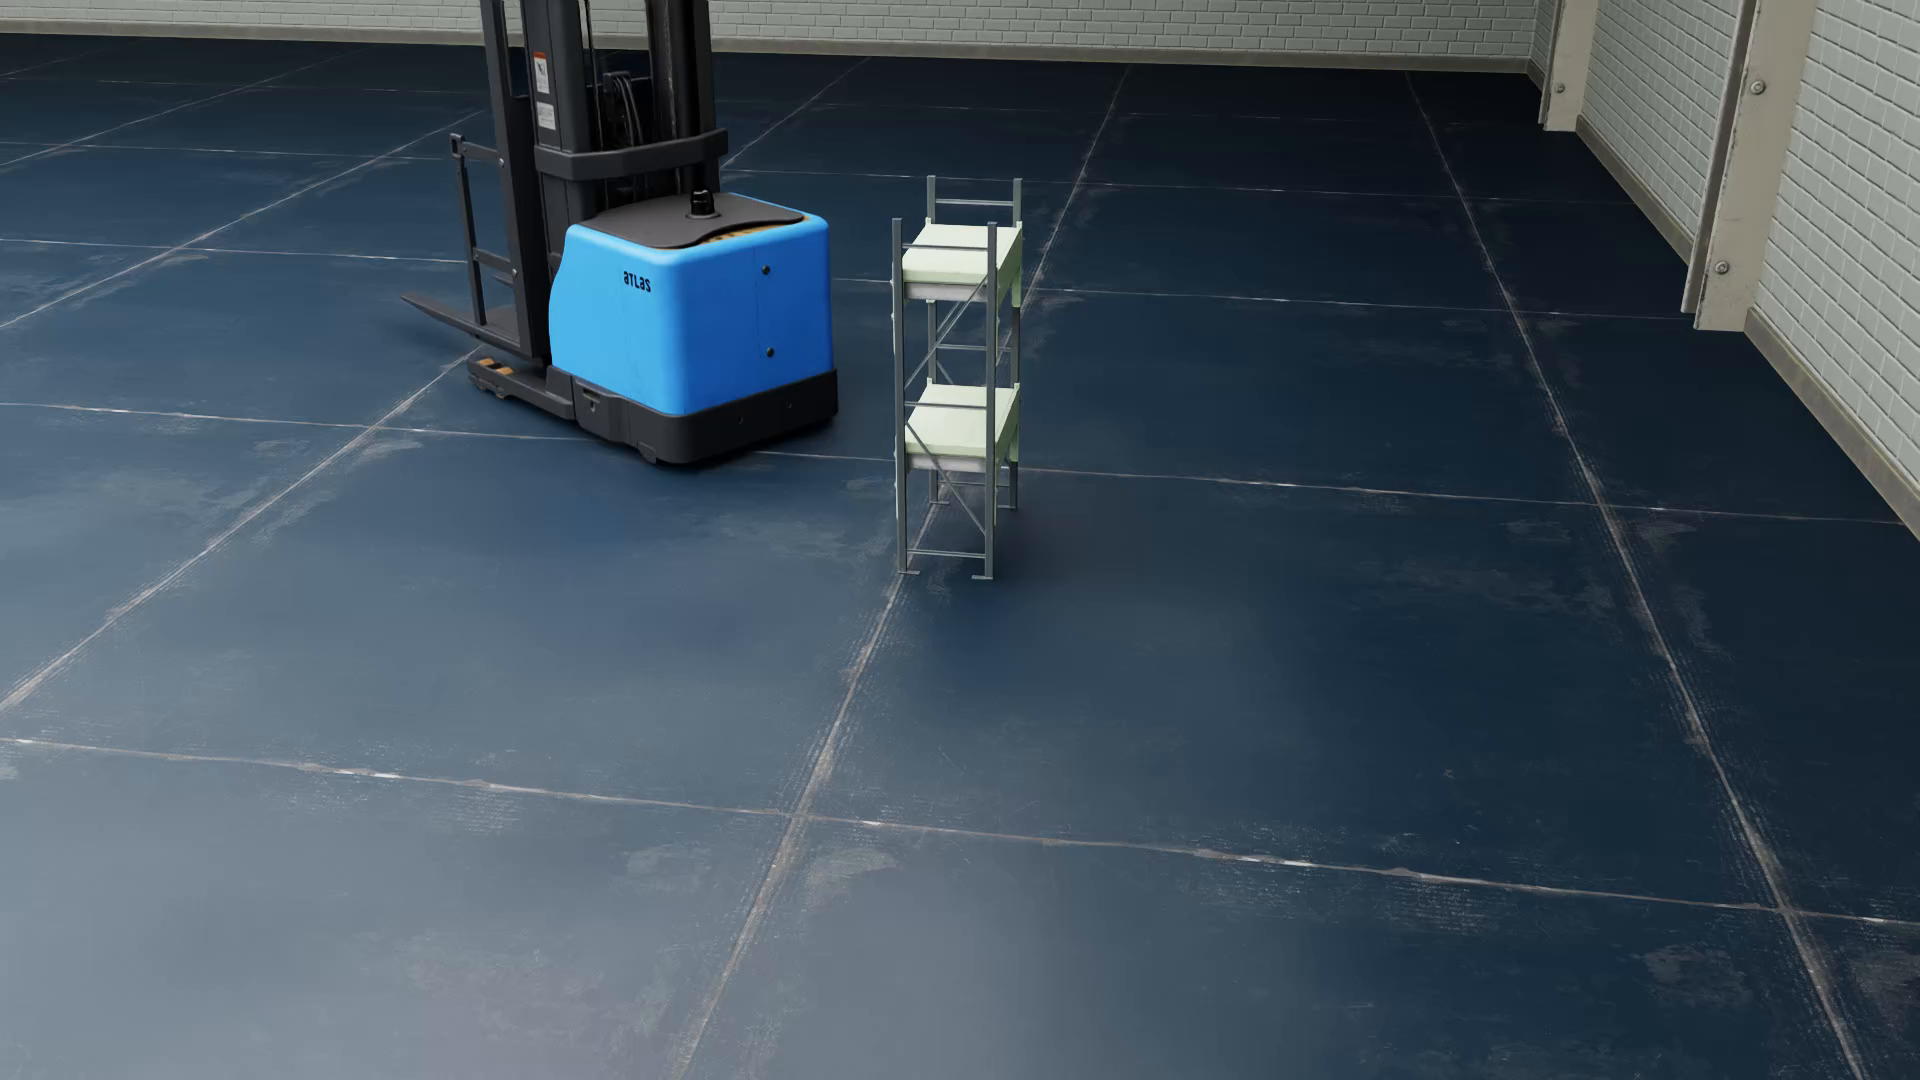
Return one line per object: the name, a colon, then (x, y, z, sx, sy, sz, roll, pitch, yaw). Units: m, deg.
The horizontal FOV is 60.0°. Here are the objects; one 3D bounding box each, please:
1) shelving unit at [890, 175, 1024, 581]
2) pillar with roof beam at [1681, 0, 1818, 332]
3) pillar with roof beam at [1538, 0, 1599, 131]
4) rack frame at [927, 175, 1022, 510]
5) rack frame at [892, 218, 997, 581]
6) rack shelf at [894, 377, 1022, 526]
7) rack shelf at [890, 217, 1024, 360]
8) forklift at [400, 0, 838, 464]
shelving unit: (0.001, -0.682, 6.938, 0.431, 1.500, 0.755, 4, 25, 9)
pillar with roof beam: (0.333, -5.706, 8.825, 9.100, 9.000, 0.400, 4, 25, 9)
pillar with roof beam: (1.314, -8.215, 14.186, 9.100, 9.000, 0.400, 4, 25, 9)
rack frame: (0.061, -0.835, 7.265, 0.400, 1.500, 0.023, 4, 25, 9)
rack frame: (-0.059, -0.529, 6.611, 0.400, 1.500, 0.023, 4, 25, 9)
rack shelf: (0.001, -0.387, 7.076, 0.431, 0.370, 0.720, 4, 25, 9)
rack shelf: (0.001, -1.036, 6.773, 0.431, 0.370, 0.720, 4, 25, 9)
forklift: (-2.012, -2.216, 8.527, 1.130, 2.935, 3.031, -23, 33, -39)
